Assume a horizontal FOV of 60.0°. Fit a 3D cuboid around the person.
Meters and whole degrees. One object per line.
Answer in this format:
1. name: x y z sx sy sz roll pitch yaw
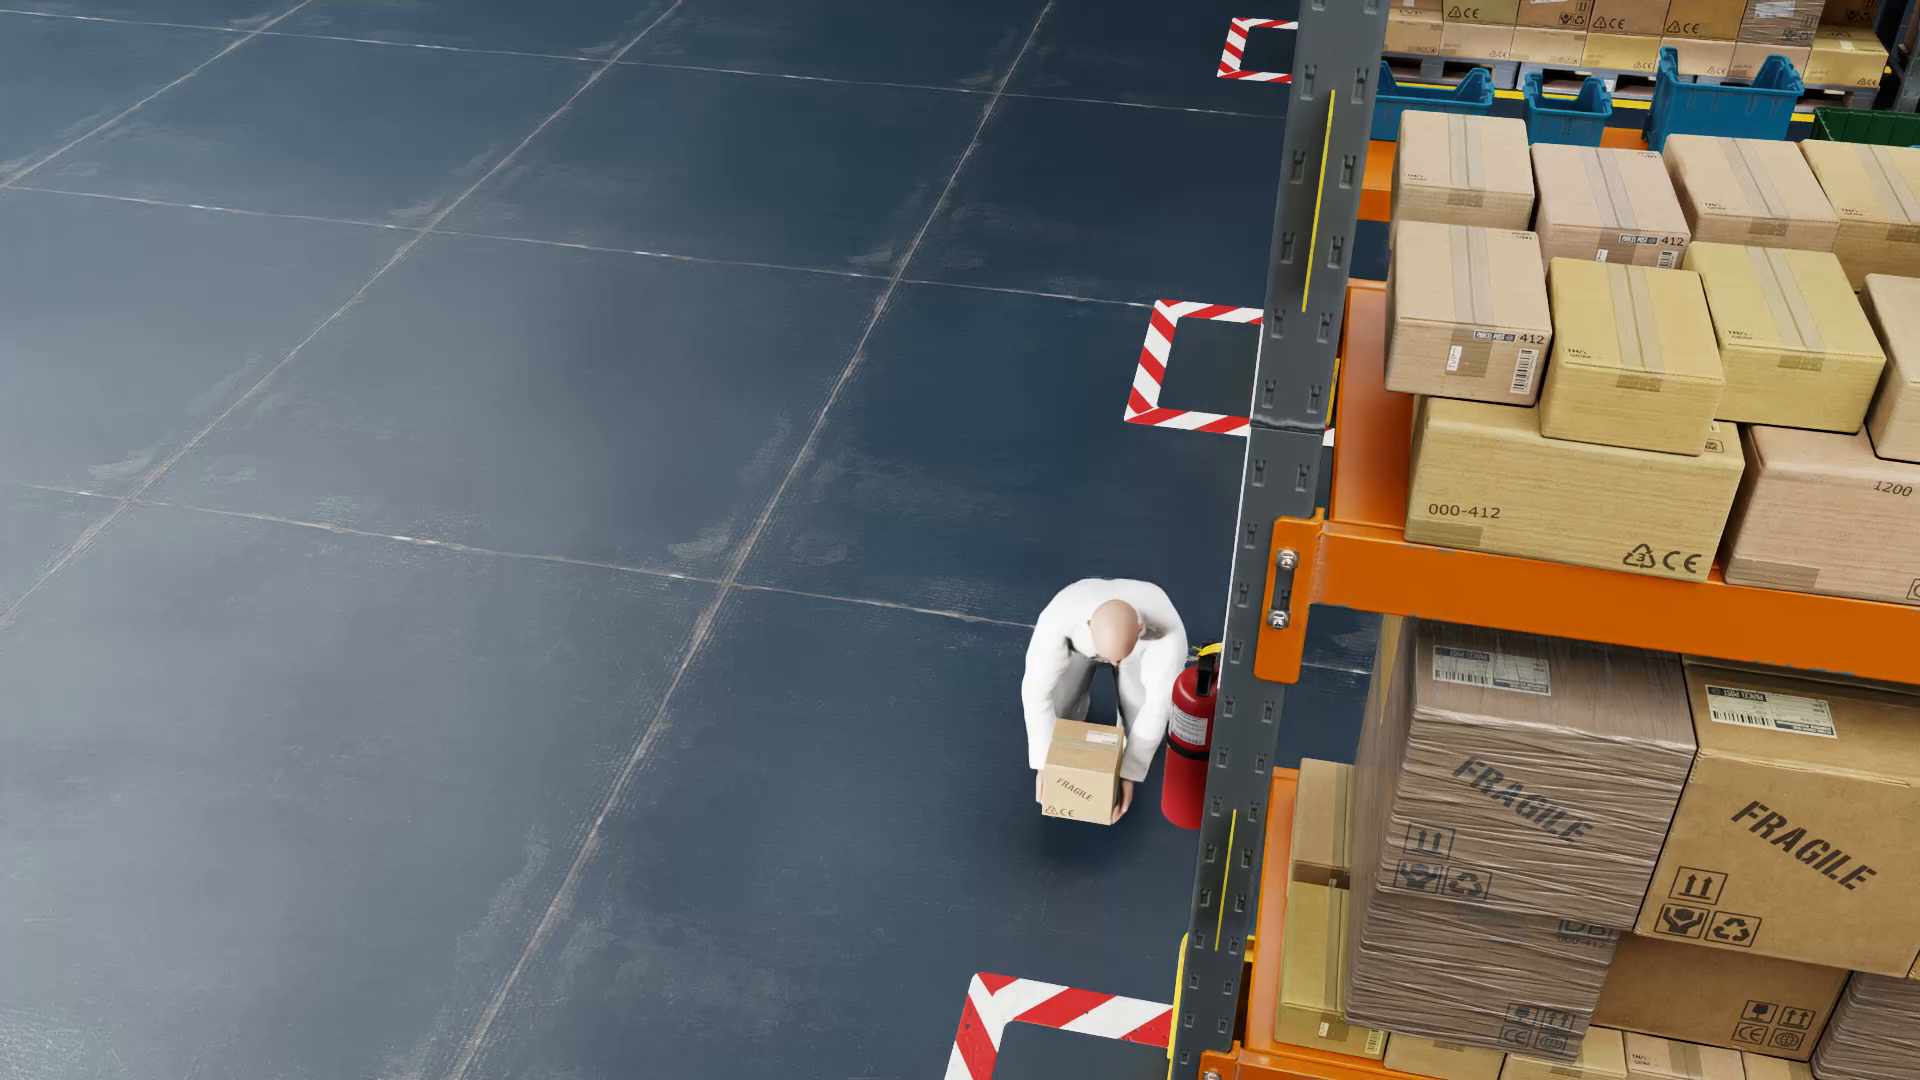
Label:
1. person: 0.532 0.485 6.165 0.604 0.994 0.917 7 37 10
